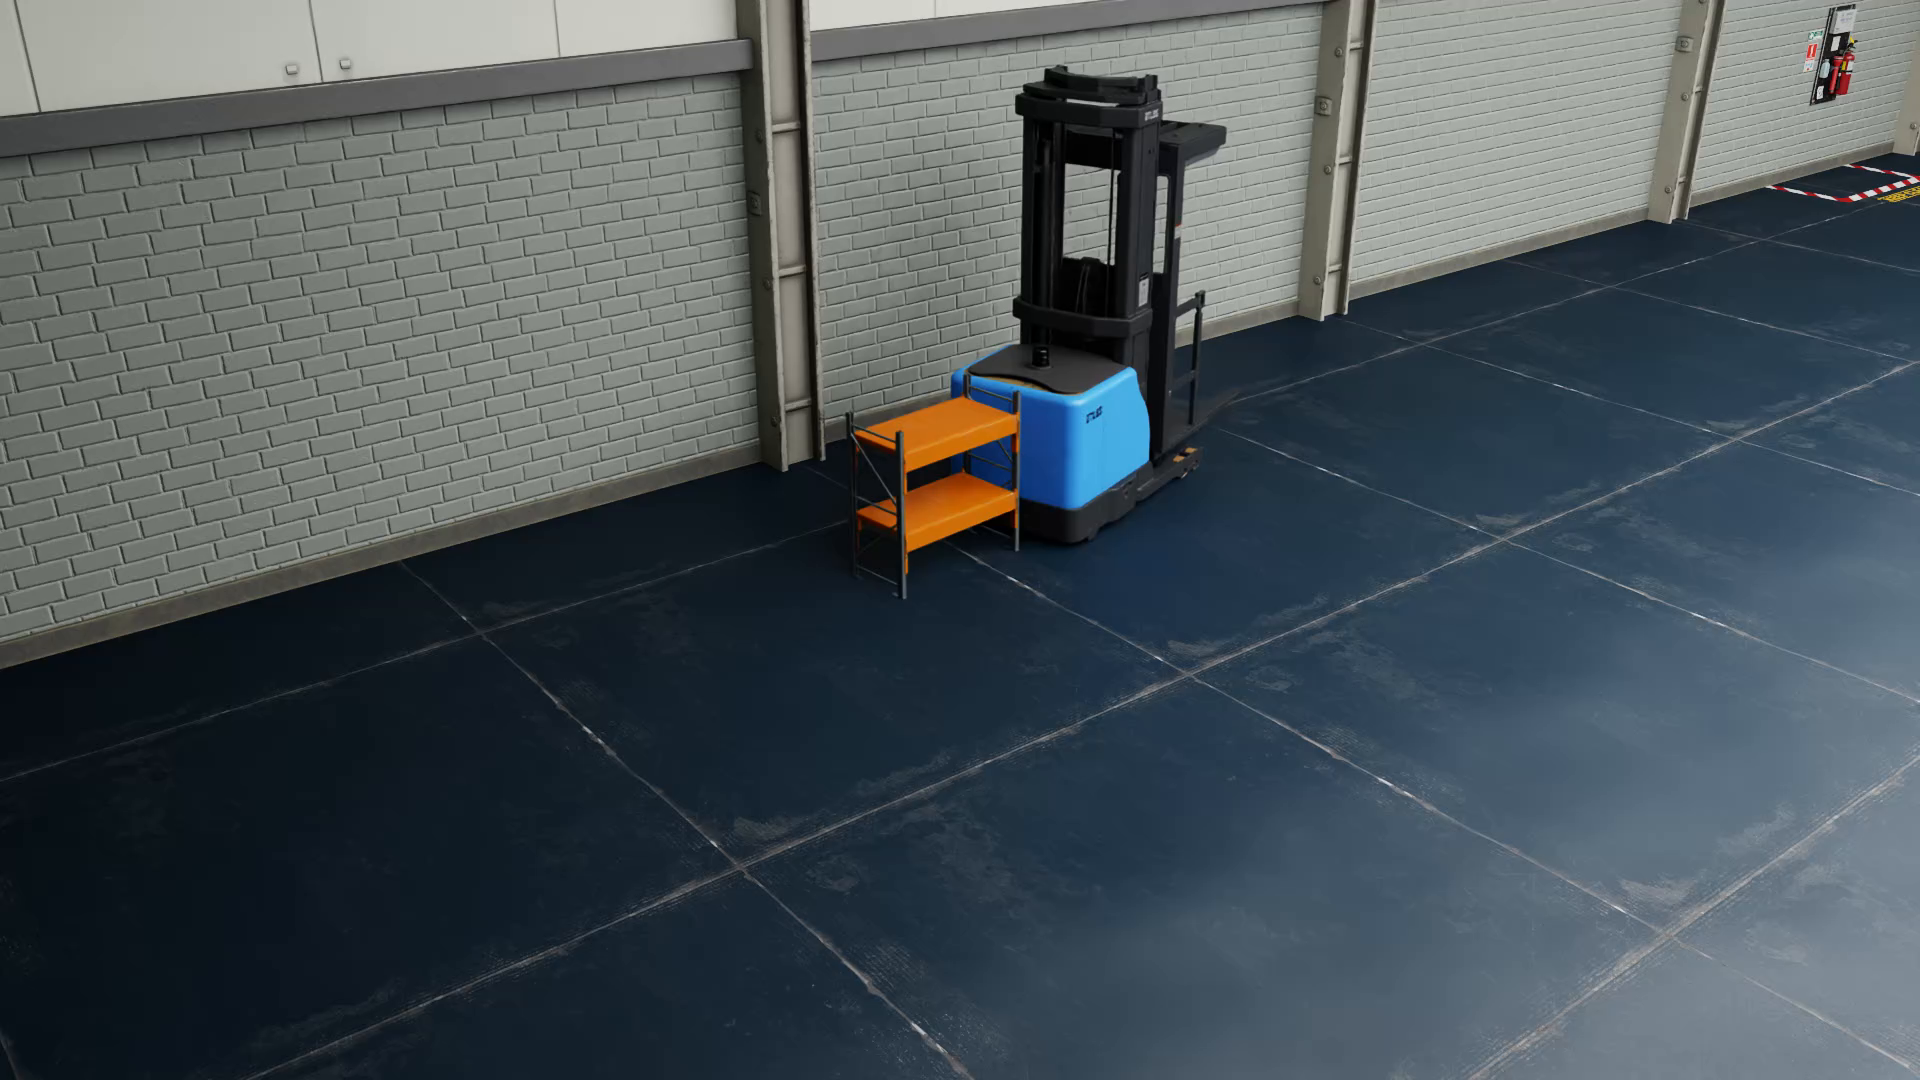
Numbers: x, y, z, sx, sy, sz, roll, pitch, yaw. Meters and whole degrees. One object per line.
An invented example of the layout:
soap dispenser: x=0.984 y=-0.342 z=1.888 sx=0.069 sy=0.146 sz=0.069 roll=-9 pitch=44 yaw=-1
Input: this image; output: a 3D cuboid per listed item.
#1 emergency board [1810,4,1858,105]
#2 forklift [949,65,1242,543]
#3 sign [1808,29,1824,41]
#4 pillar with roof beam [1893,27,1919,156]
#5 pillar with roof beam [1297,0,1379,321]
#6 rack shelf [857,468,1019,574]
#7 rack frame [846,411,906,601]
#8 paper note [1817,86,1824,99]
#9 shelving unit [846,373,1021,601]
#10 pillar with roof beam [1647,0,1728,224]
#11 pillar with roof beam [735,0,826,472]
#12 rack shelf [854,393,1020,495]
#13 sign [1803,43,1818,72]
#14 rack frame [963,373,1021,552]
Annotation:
emergency board: x=10.936 y=-6.015 z=20.648 sx=0.643 sy=1.169 sz=0.194 roll=-18 pitch=31 yaw=-34
forklift: x=1.150 y=-1.881 z=11.821 sx=1.130 sy=2.935 sz=3.031 roll=15 pitch=29 yaw=30
sign: x=10.446 y=-6.161 z=20.289 sx=0.331 sy=0.109 sz=0.001 roll=-18 pitch=31 yaw=-34
pillar with roof beam: x=15.561 y=-7.940 z=17.668 sx=0.400 sy=9.000 sz=9.100 roll=-18 pitch=31 yaw=-34
pillar with roof beam: x=6.118 y=-4.822 z=10.951 sx=0.400 sy=9.000 sz=9.100 roll=-18 pitch=31 yaw=-34
rack shelf: x=-0.158 y=-0.137 z=10.791 sx=1.000 sy=0.278 sz=0.538 roll=-22 pitch=33 yaw=-39
rack frame: x=-0.523 y=-0.210 z=10.366 sx=0.032 sy=1.125 sz=0.500 roll=-22 pitch=33 yaw=-39
paper note: x=10.754 y=-5.593 z=20.783 sx=0.142 sy=0.148 sz=0.016 roll=-18 pitch=31 yaw=-34
shelving unit: x=-0.158 y=-0.359 z=10.688 sx=1.048 sy=1.125 sz=0.538 roll=-22 pitch=33 yaw=-39
pillar with roof beam: x=10.839 y=-6.381 z=14.310 sx=0.400 sy=9.000 sz=9.100 roll=-18 pitch=31 yaw=-34
pillar with roof beam: x=1.396 y=-3.264 z=7.593 sx=0.400 sy=9.000 sz=9.100 roll=-18 pitch=31 yaw=-34
rack shelf: x=-0.158 y=-0.625 z=10.564 sx=1.000 sy=0.278 sz=0.538 roll=-22 pitch=33 yaw=-39
sign: x=10.437 y=-5.922 z=20.404 sx=0.234 sy=0.329 sz=0.001 roll=-18 pitch=31 yaw=-34
rack frame: x=0.207 y=-0.508 z=11.009 sx=0.032 sy=1.125 sz=0.500 roll=-22 pitch=33 yaw=-39
